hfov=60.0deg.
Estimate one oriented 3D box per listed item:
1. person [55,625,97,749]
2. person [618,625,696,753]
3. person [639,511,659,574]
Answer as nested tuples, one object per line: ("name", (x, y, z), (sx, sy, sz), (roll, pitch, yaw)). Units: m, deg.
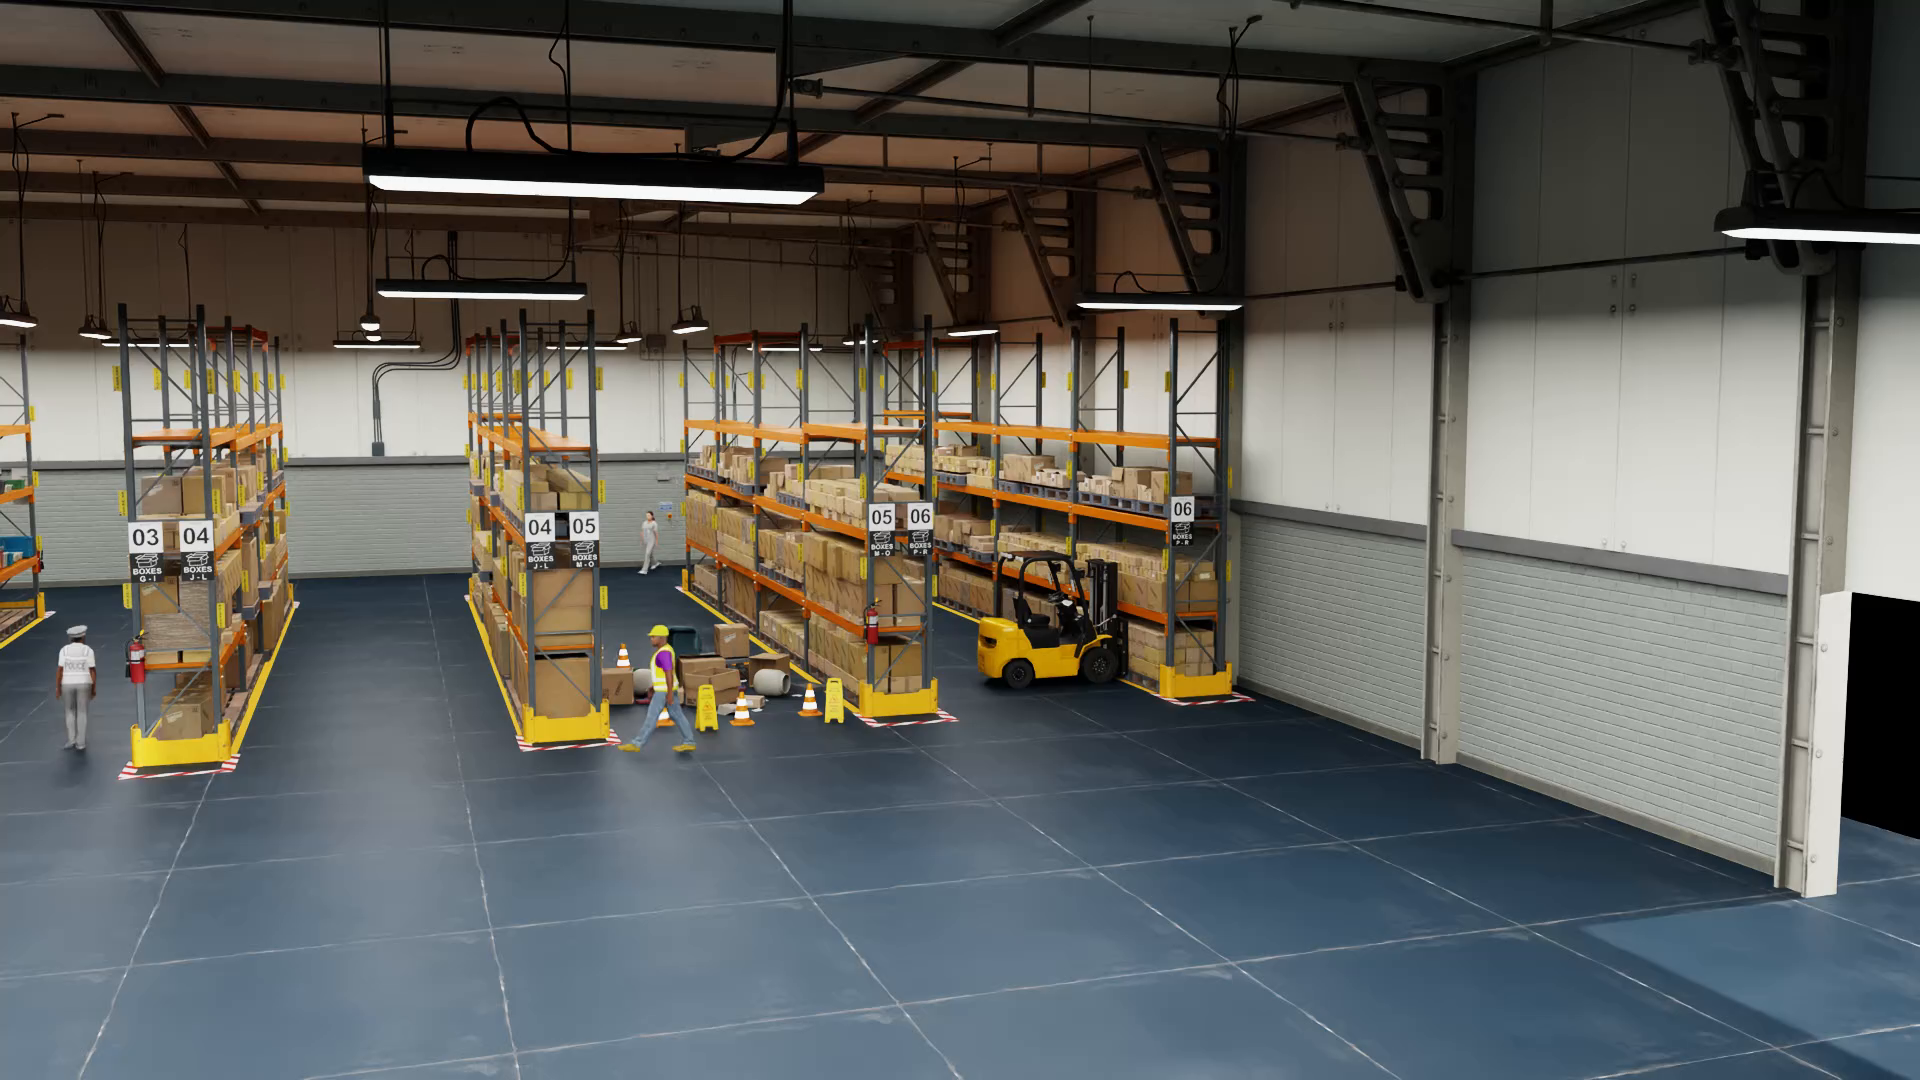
("person", (-12.073, 2.049, 22.726), (0.506, 1.723, 0.595), (-2, 6, -24))
("person", (-4.068, 1.999, 22.380), (1.013, 1.710, 0.579), (0, 5, 0))
("person", (-8.130, 0.052, 43.601), (0.461, 1.642, 0.958), (2, 6, 22))
